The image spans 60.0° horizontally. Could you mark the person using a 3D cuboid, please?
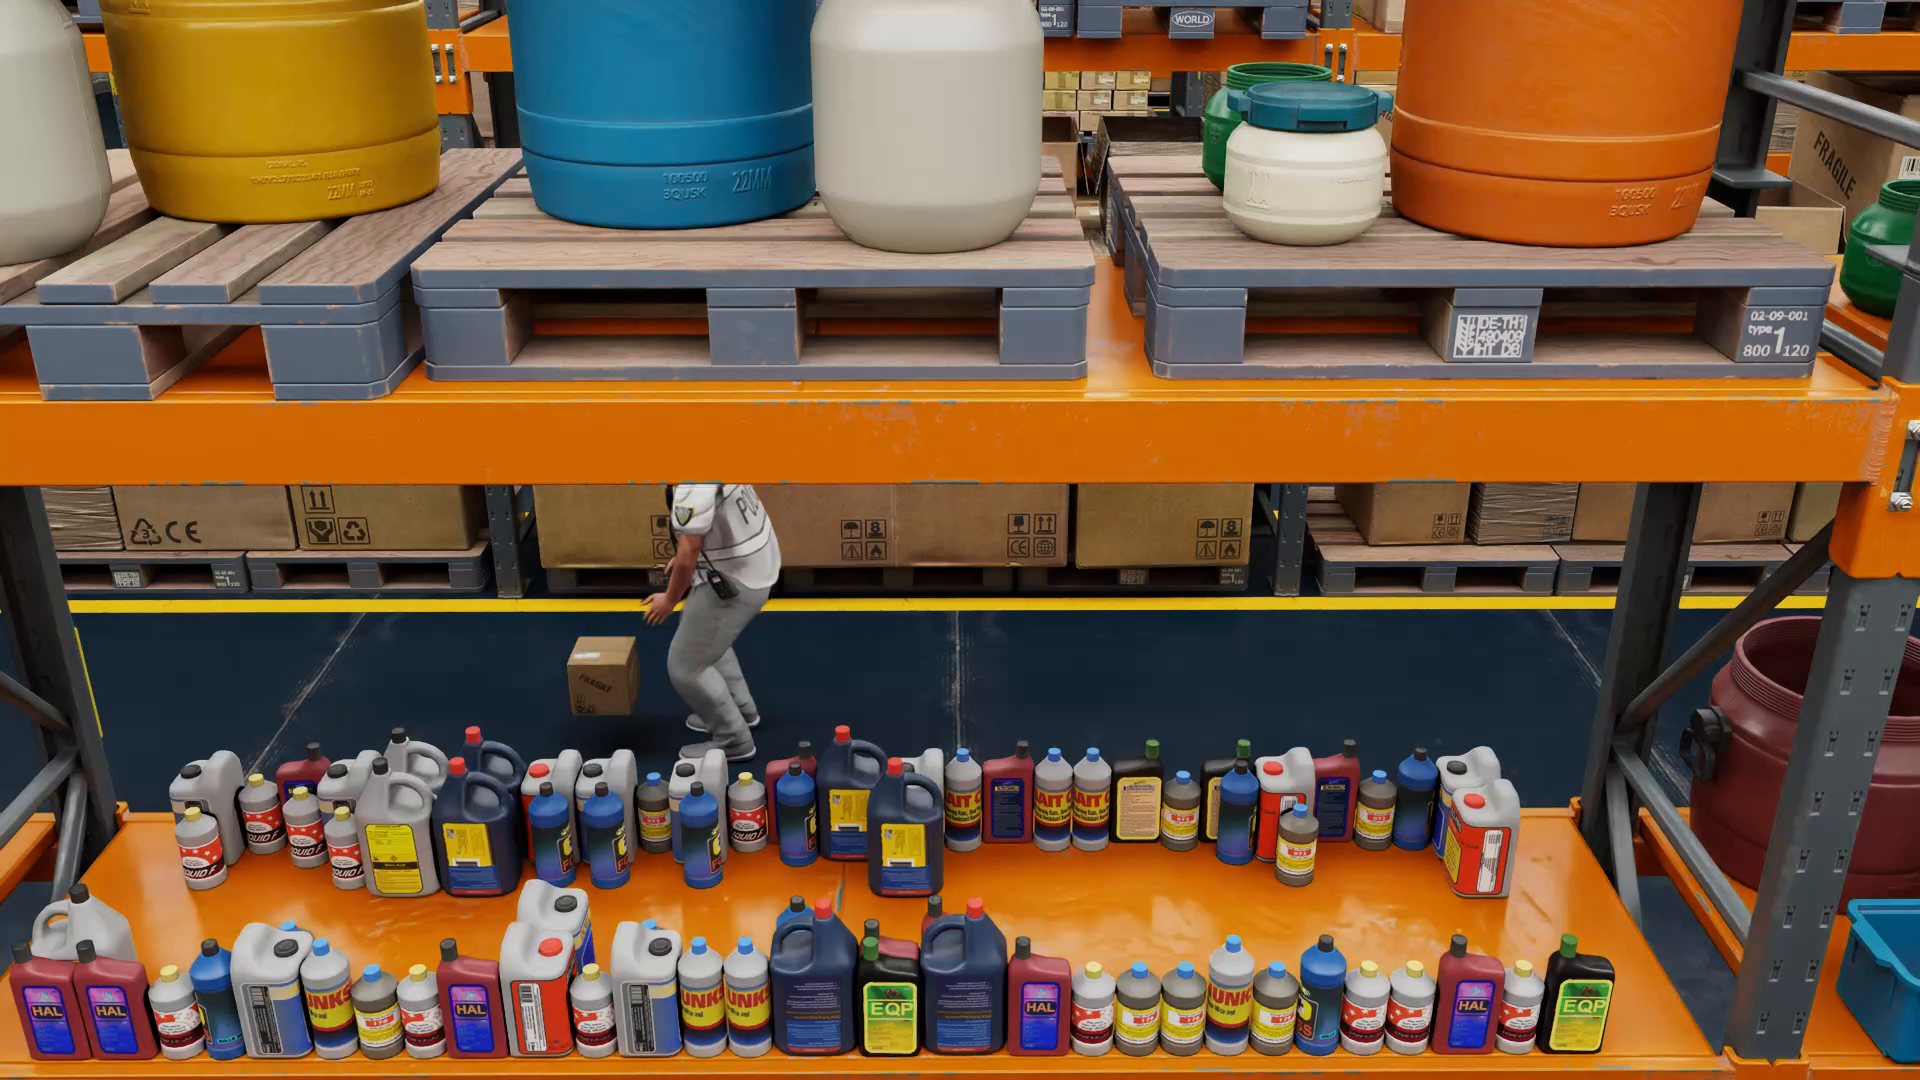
[{"bbox_3d":[-1.055,0.155,6.908,0.609,1.633,0.575,0,24,0],"label":"person"}]
